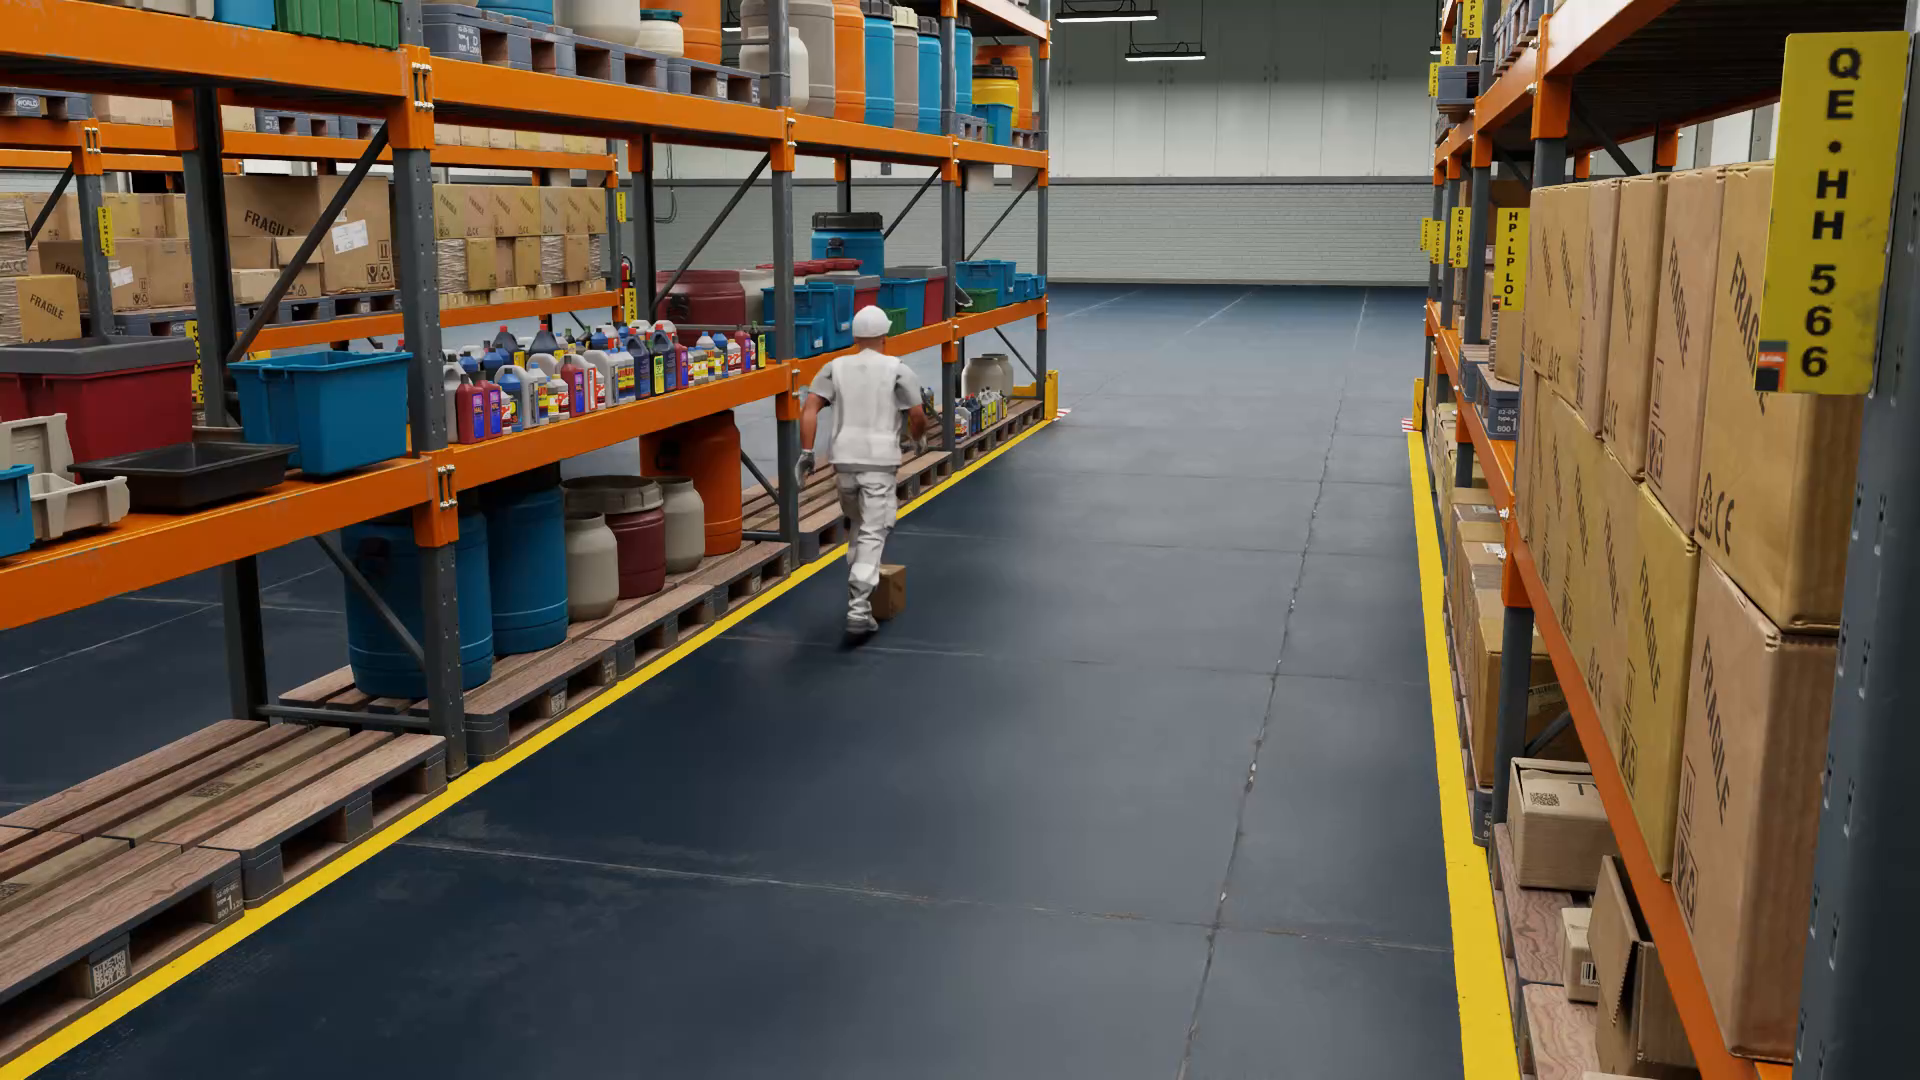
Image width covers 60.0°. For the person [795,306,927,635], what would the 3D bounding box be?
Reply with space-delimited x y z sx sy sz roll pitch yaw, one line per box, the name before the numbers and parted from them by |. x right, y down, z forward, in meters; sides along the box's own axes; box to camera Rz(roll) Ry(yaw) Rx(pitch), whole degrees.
person | -0.534 -0.394 8.942 0.674 1.703 0.909 4 12 21
